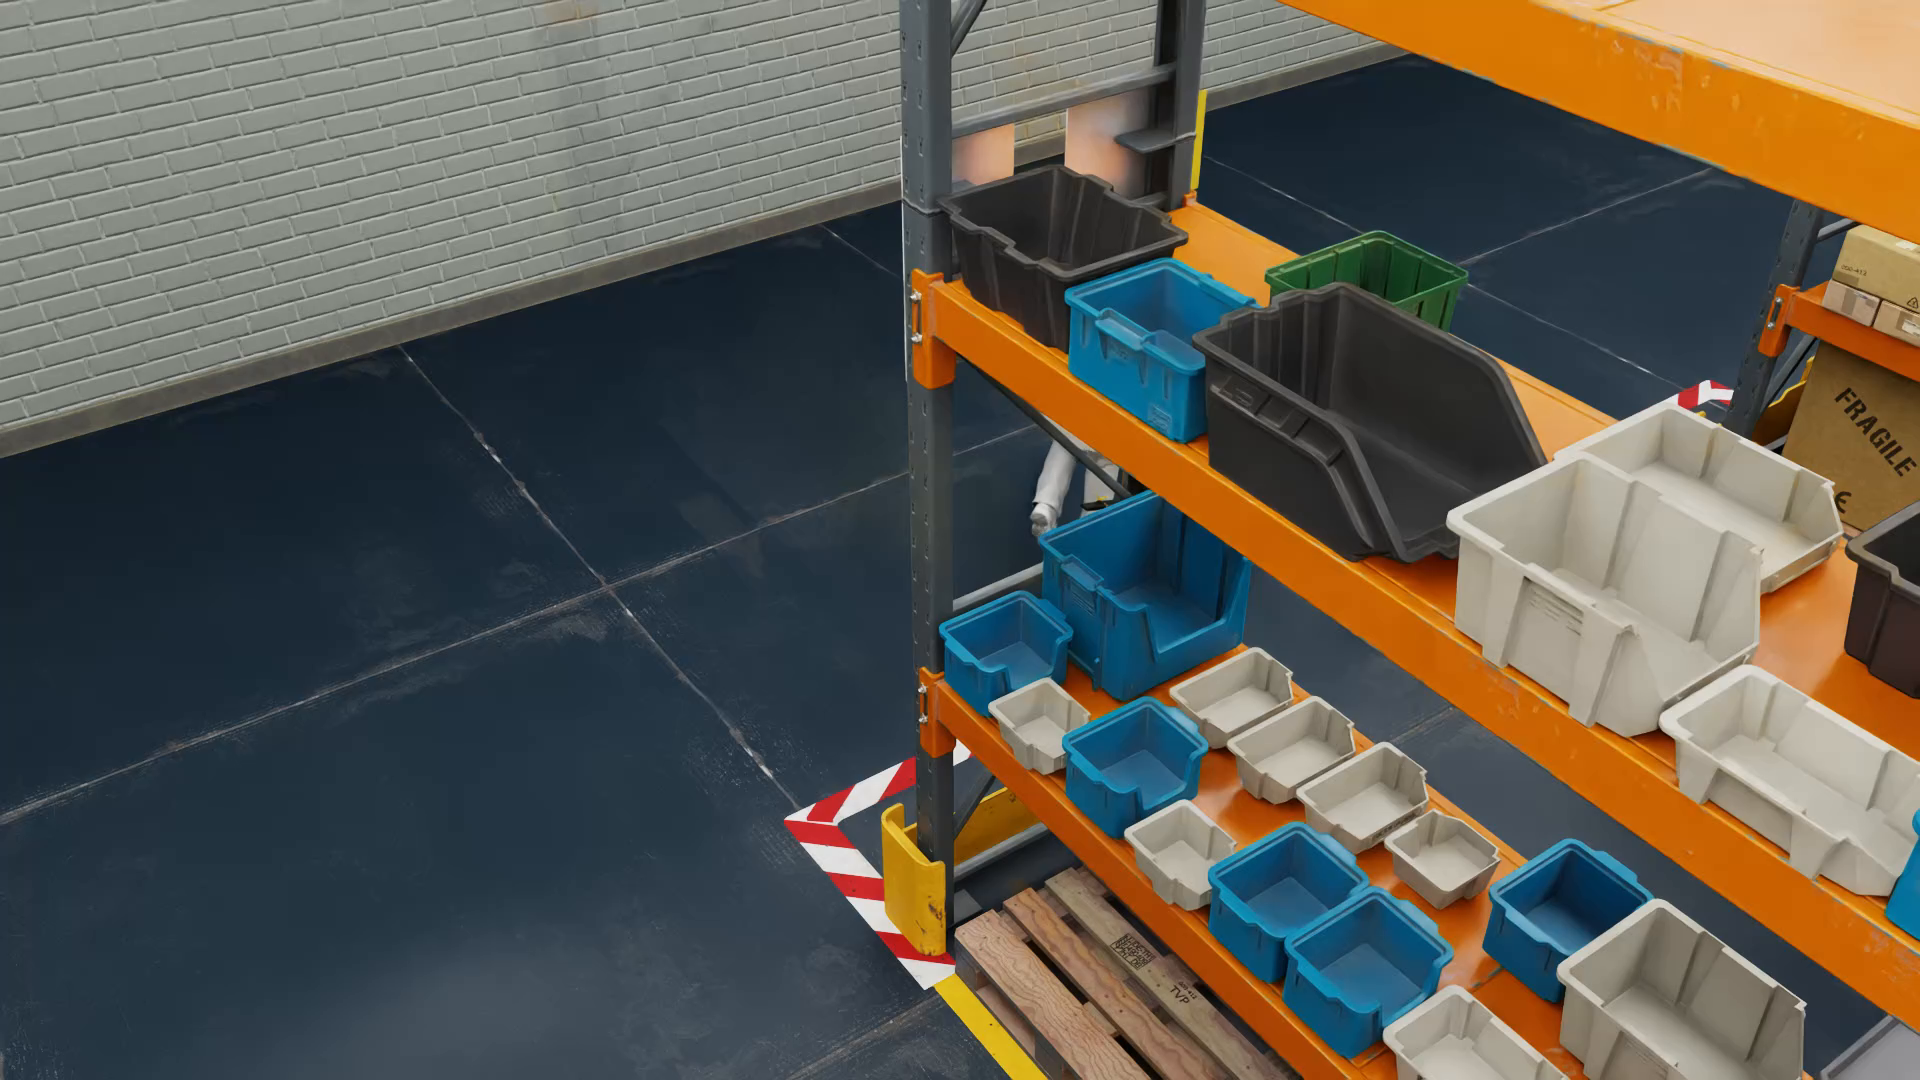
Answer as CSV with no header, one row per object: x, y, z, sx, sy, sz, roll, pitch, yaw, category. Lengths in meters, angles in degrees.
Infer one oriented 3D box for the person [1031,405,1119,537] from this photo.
0.576,-0.709,7.976,0.606,1.775,0.578,23,42,28,person
